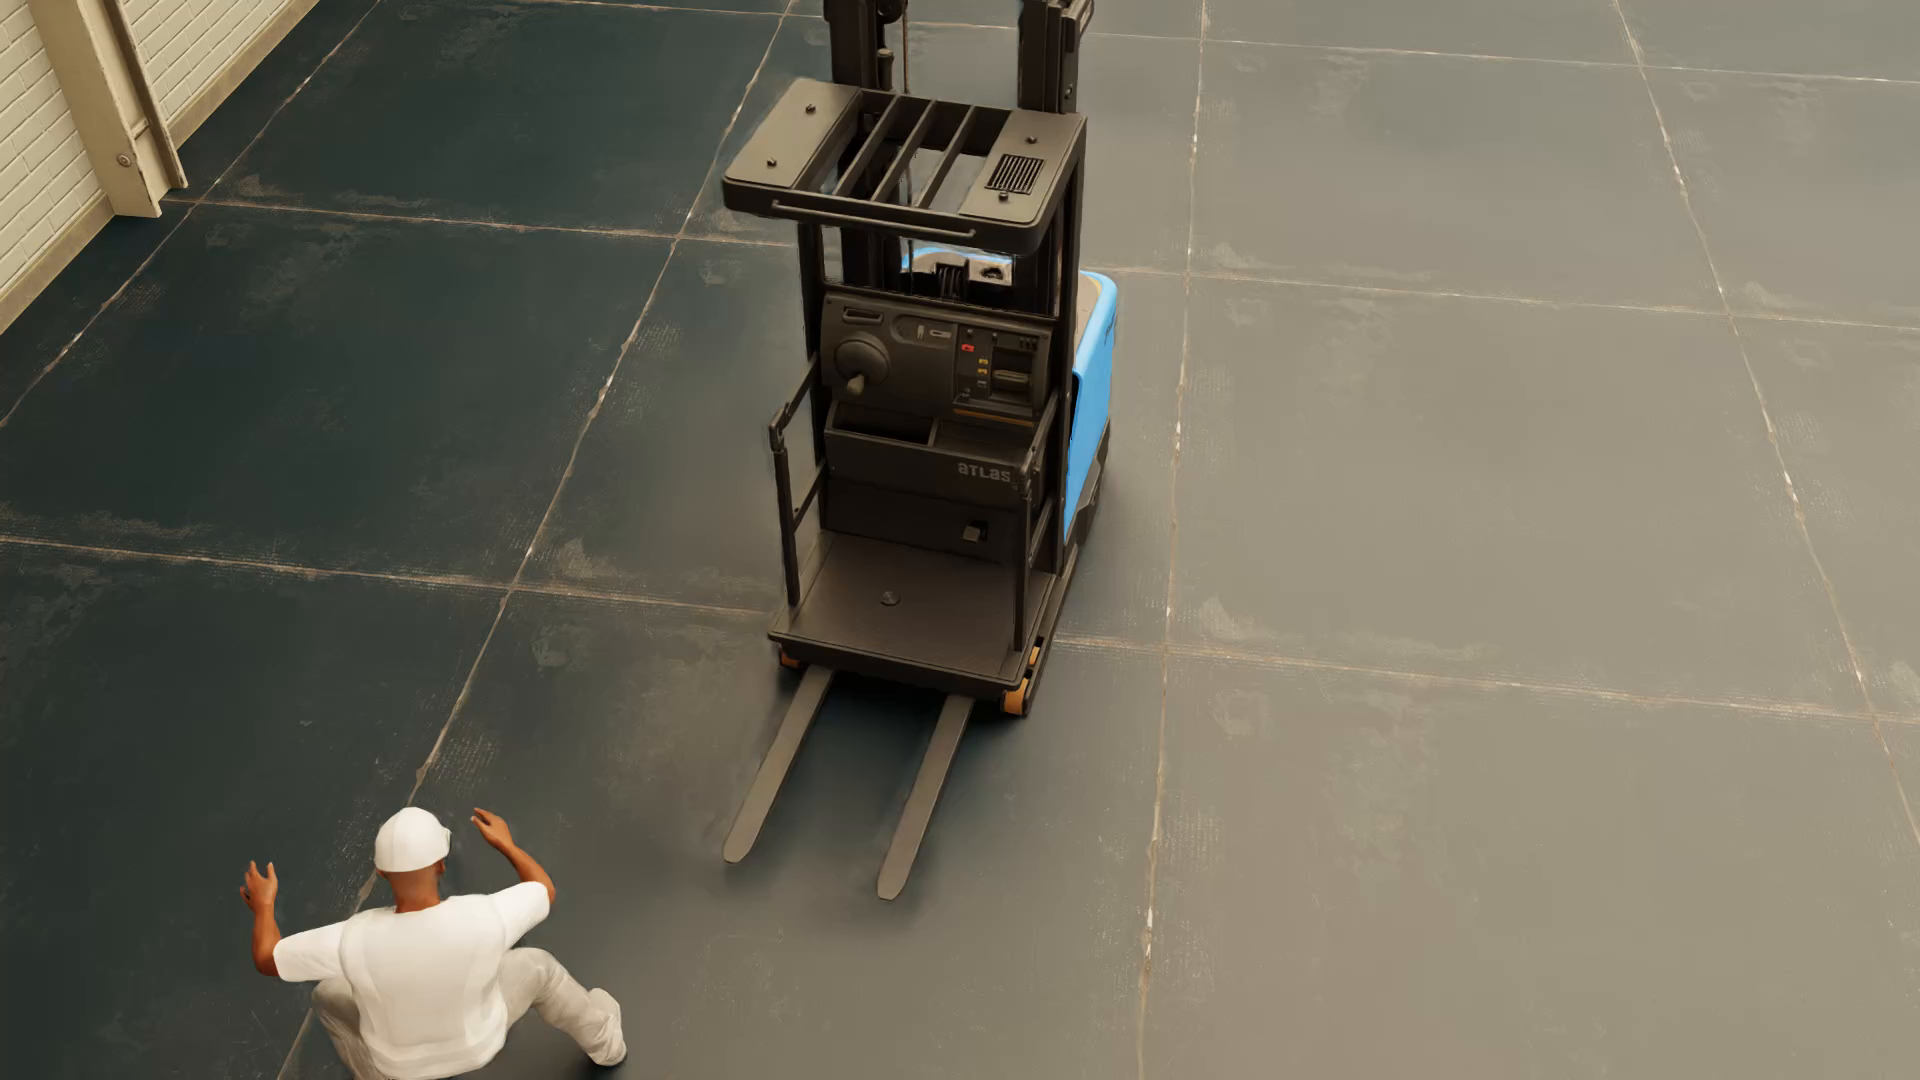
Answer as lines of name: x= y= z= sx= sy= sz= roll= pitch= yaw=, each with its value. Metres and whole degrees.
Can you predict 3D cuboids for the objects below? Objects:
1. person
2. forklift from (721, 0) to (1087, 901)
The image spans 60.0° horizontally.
person: x=-1.689 y=1.337 z=5.307 sx=1.037 sy=1.534 sz=0.766 roll=-9 pitch=43 yaw=-10
forklift: x=-0.162 y=-0.635 z=6.416 sx=1.121 sy=2.935 sz=3.031 roll=11 pitch=44 yaw=12
